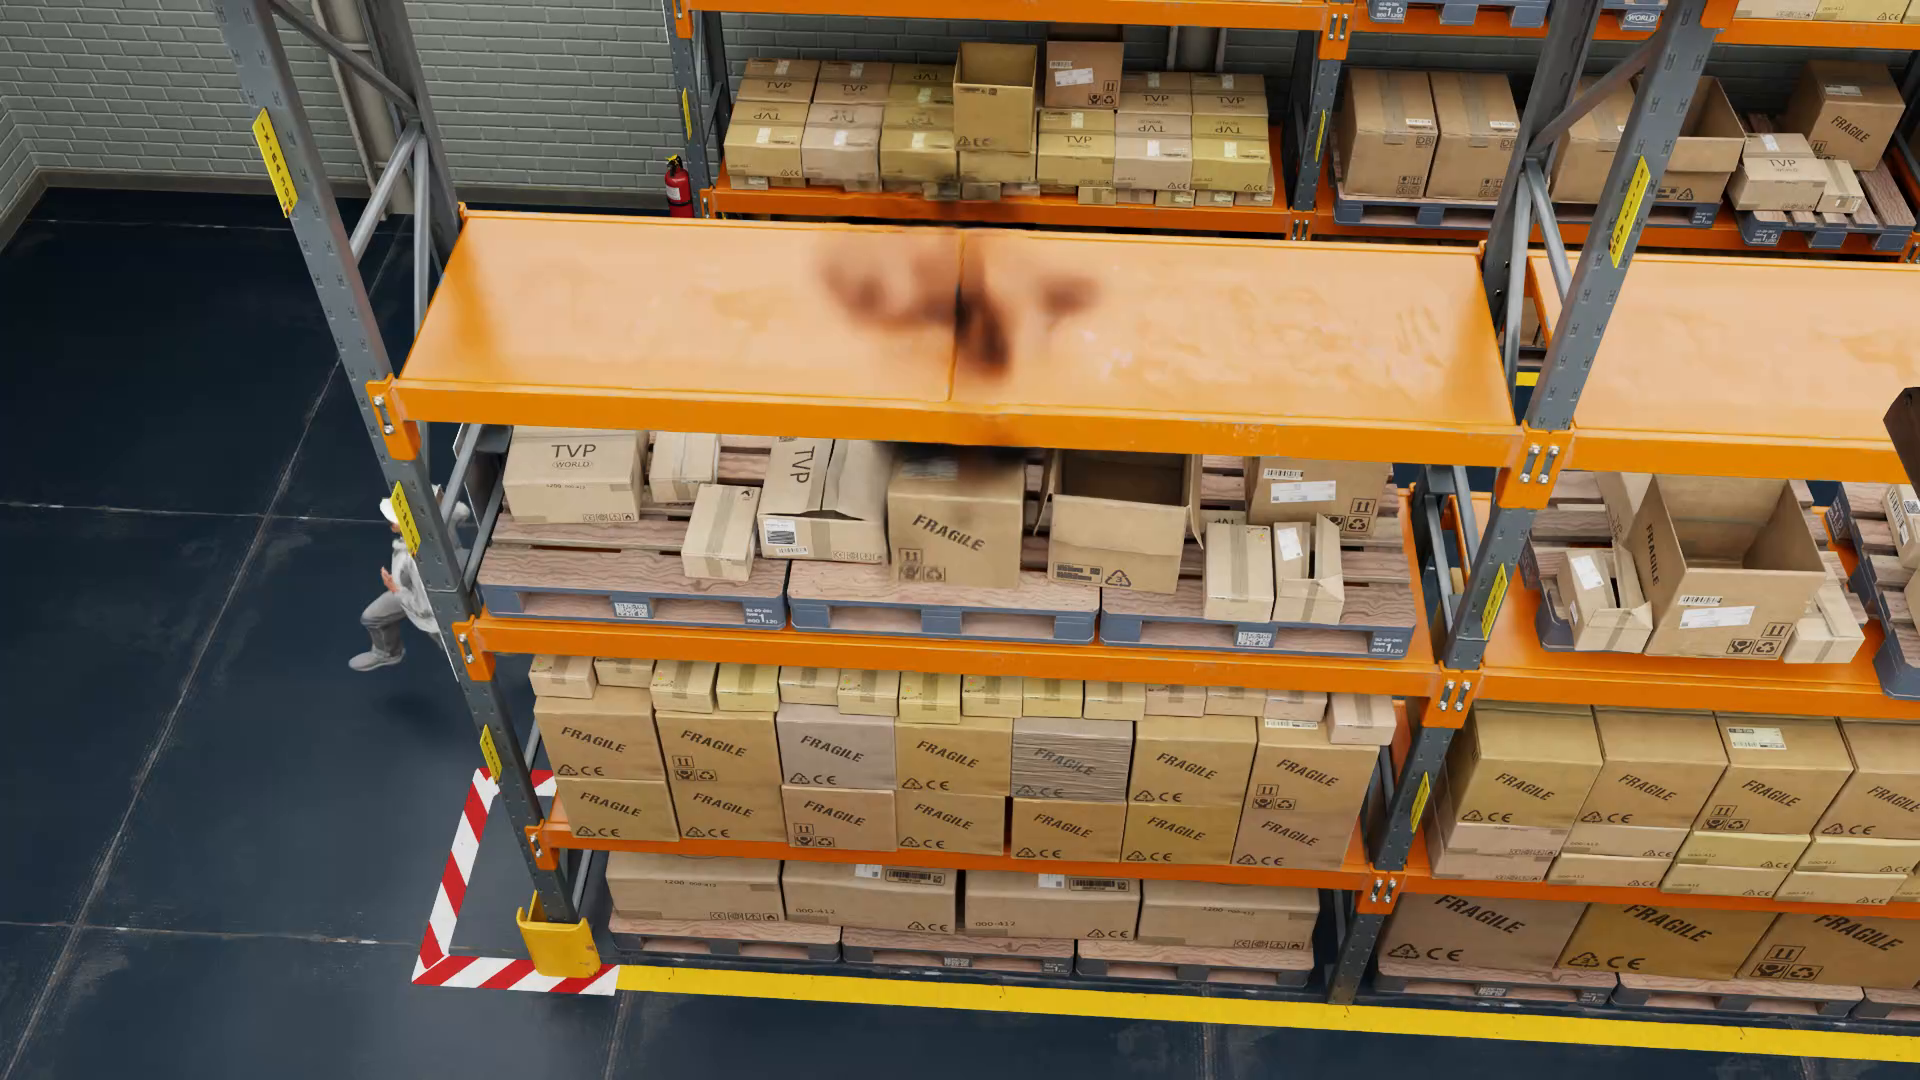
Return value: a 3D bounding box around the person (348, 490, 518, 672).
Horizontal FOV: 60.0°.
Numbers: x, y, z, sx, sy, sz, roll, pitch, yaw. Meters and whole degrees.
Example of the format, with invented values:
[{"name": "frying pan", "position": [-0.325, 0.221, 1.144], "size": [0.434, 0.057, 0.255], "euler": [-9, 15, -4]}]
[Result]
[{"name": "person", "position": [-2.933, 0.305, 9.051], "size": [1.082, 1.595, 0.731], "euler": [-16, 50, -14]}]
